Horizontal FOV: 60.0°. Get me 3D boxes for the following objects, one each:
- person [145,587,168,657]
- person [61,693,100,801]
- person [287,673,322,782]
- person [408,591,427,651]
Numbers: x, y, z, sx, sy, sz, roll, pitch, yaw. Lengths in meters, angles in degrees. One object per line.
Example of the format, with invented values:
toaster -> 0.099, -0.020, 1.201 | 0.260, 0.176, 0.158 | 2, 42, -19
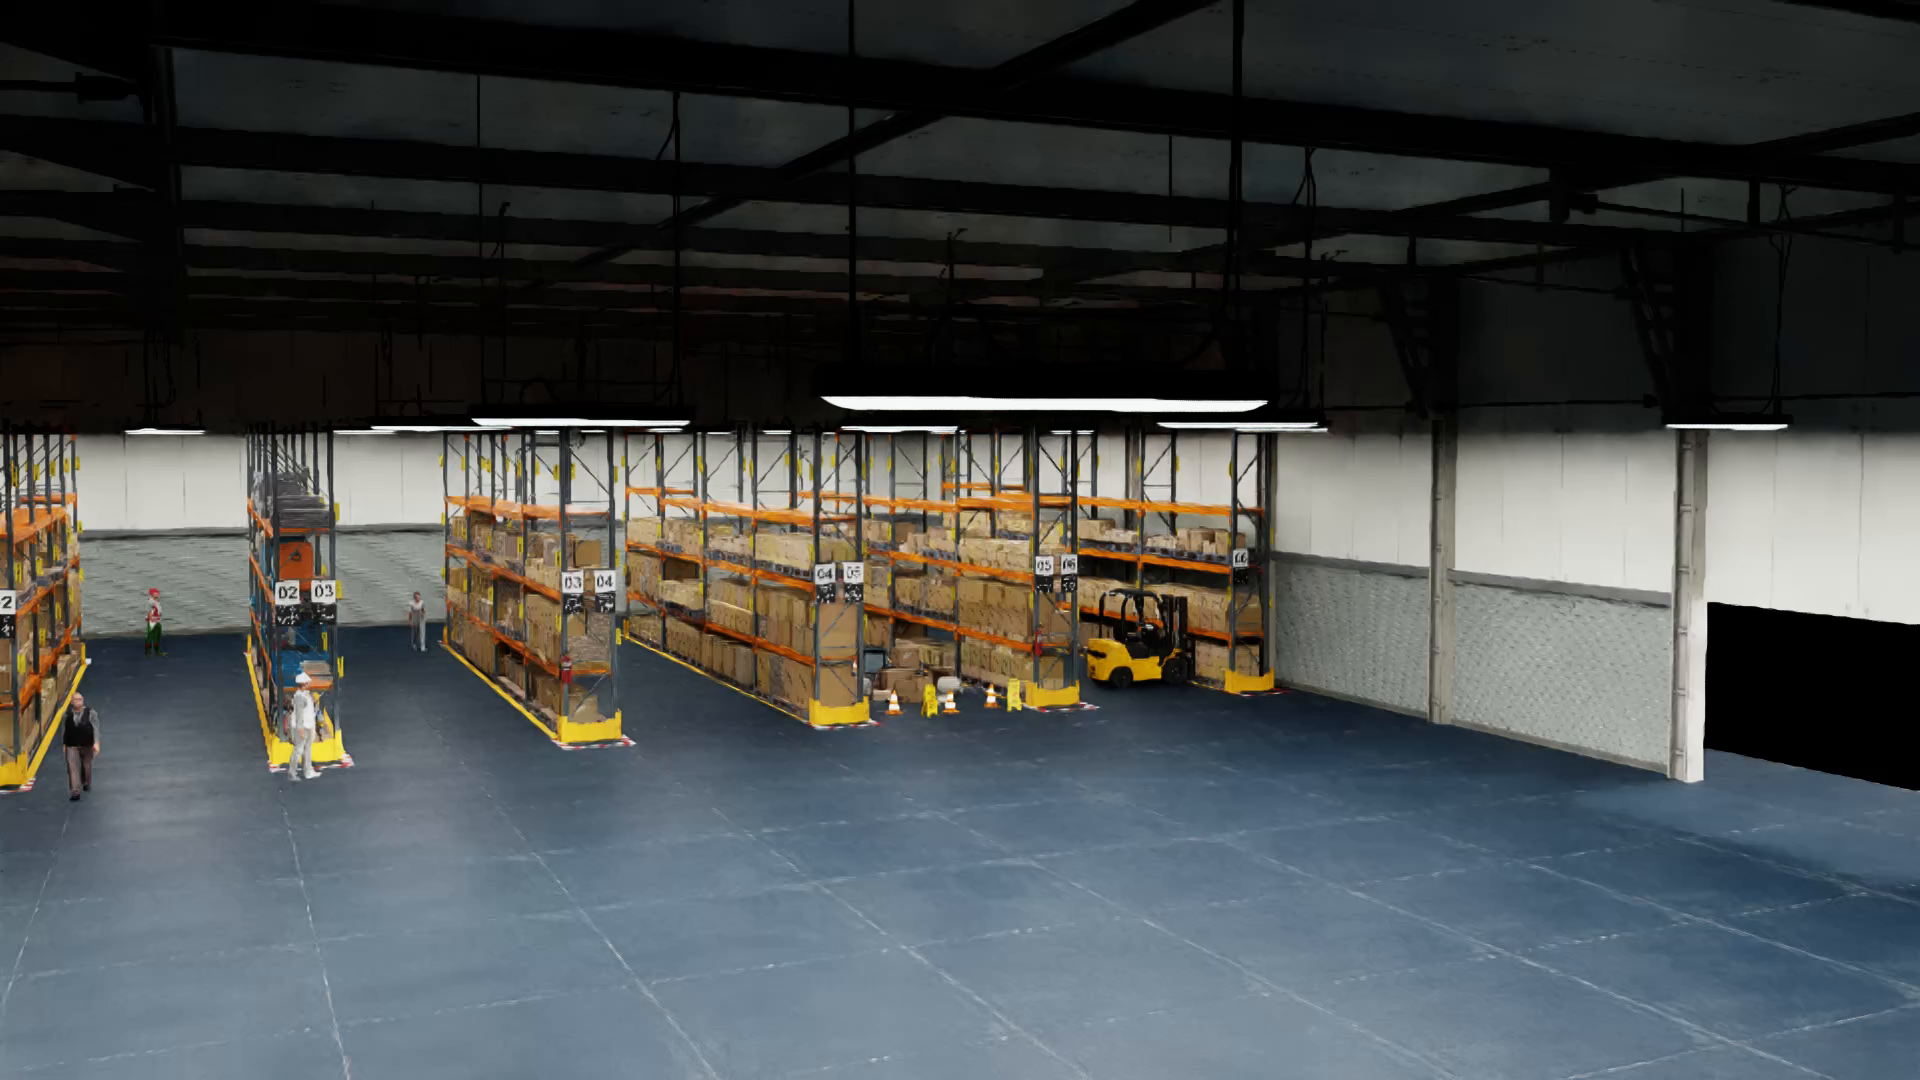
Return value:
person -> -20.868, 2.121, 43.074 | 0.431, 1.790, 0.636 | 0, 4, -2
person -> -13.912, 3.243, 26.326 | 0.555, 1.669, 1.029 | -2, 4, -26
person -> -10.930, 3.103, 27.663 | 0.497, 1.771, 0.628 | -1, 4, -14
person -> -14.460, 2.146, 44.276 | 0.446, 1.588, 1.109 | -1, 4, -22
